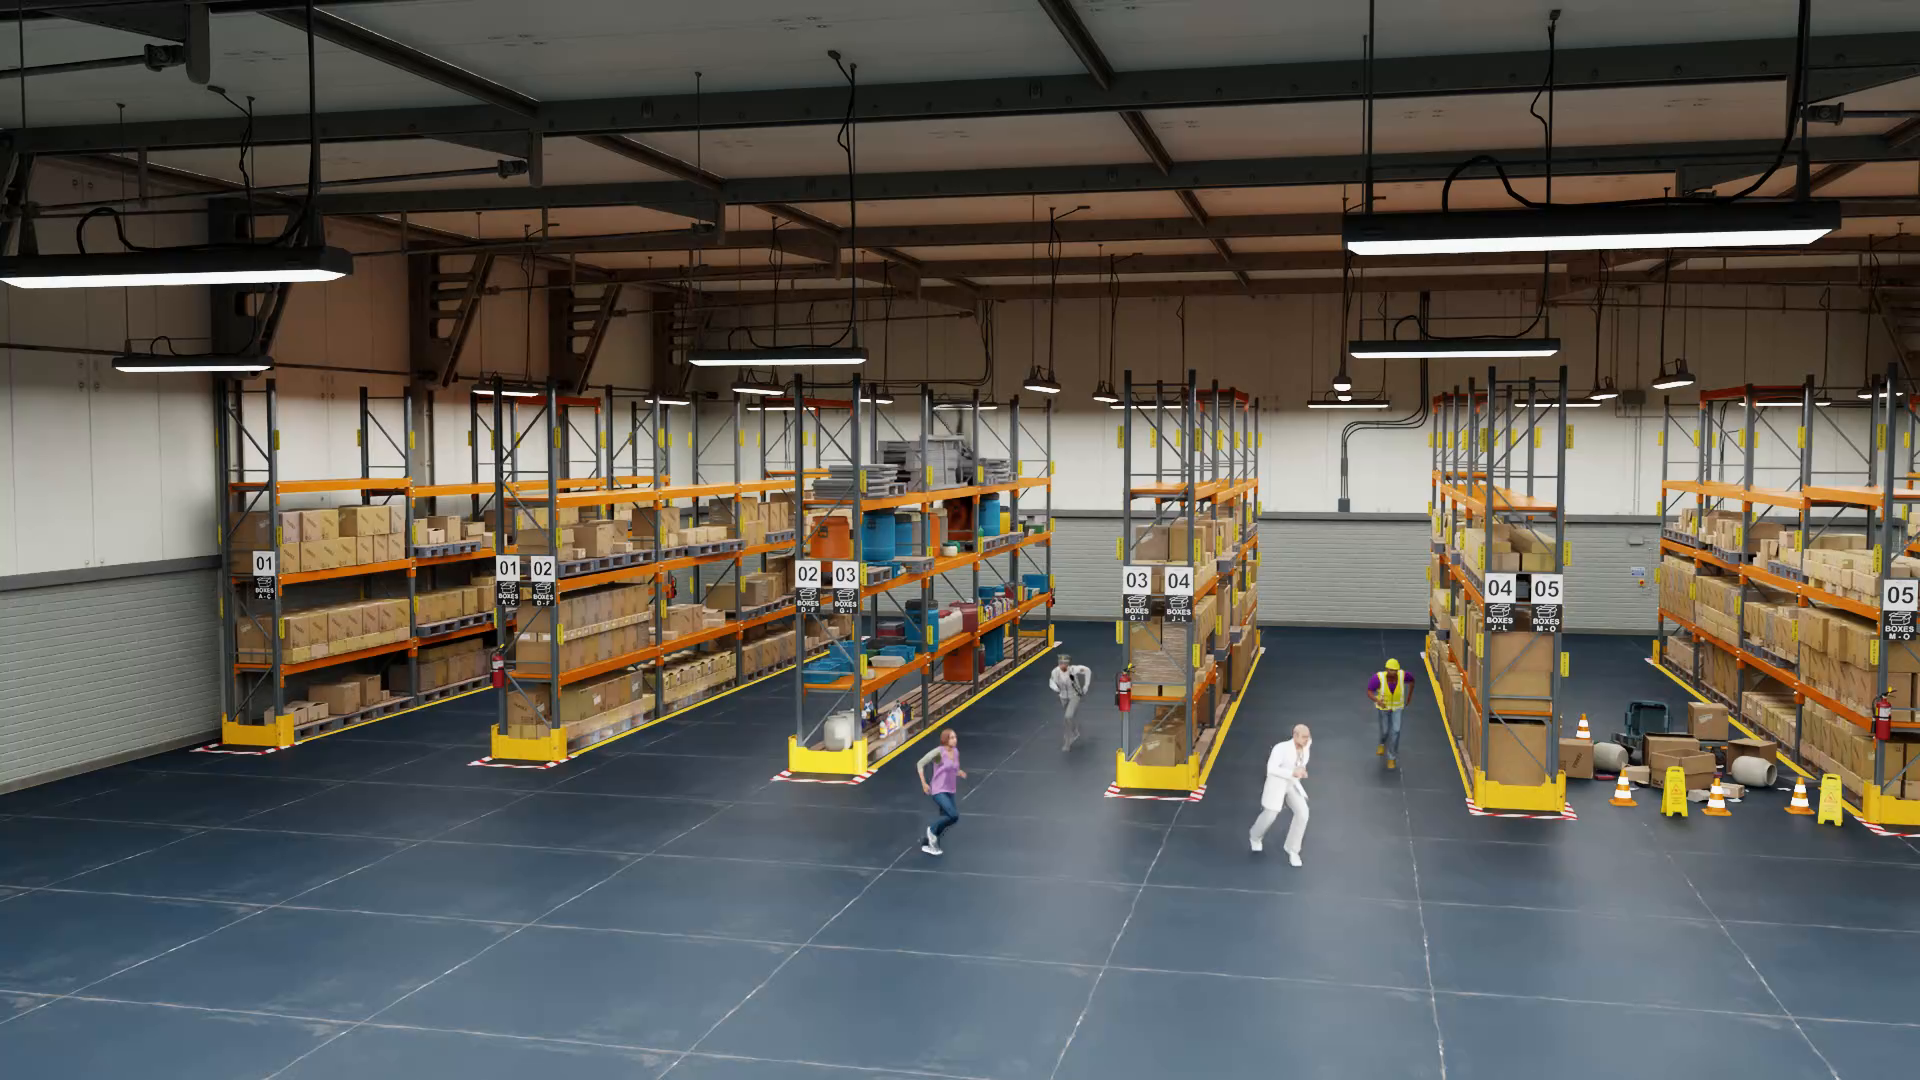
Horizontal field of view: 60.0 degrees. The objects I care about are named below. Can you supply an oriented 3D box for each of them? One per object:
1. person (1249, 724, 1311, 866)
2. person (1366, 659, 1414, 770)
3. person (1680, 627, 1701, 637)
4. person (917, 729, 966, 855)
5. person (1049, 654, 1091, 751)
[{"bbox_3d":[3.835,3.006,19.821,0.752,1.733,1.073,-2,4,-30],"label":"person"},{"bbox_3d":[6.625,2.642,25.690,0.744,1.712,1.057,0,3,3],"label":"person"},{"bbox_3d":[16.933,1.830,38.243,0.741,1.822,0.625,0,3,5],"label":"person"},{"bbox_3d":[-0.189,3.068,19.904,0.642,1.442,0.524,3,4,39],"label":"person"},{"bbox_3d":[1.811,2.623,27.039,0.653,1.612,0.949,1,4,21],"label":"person"}]
